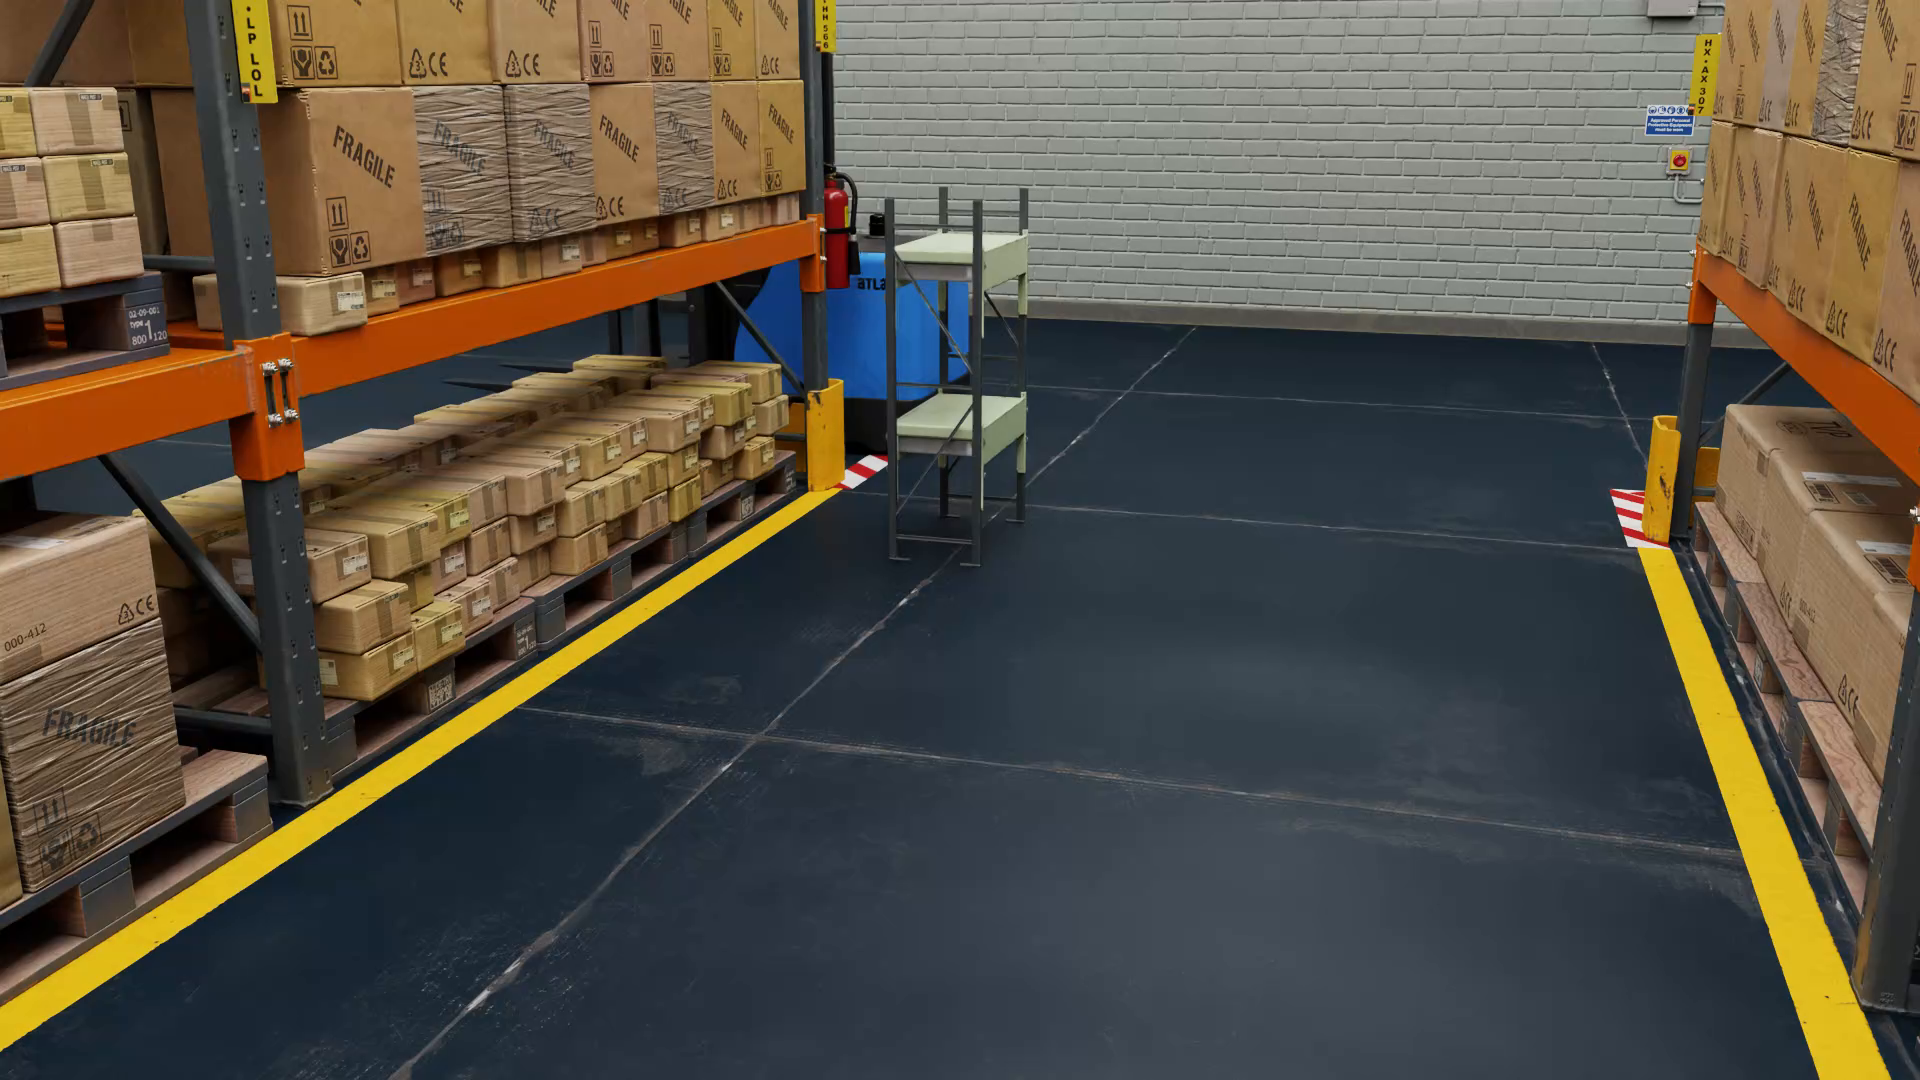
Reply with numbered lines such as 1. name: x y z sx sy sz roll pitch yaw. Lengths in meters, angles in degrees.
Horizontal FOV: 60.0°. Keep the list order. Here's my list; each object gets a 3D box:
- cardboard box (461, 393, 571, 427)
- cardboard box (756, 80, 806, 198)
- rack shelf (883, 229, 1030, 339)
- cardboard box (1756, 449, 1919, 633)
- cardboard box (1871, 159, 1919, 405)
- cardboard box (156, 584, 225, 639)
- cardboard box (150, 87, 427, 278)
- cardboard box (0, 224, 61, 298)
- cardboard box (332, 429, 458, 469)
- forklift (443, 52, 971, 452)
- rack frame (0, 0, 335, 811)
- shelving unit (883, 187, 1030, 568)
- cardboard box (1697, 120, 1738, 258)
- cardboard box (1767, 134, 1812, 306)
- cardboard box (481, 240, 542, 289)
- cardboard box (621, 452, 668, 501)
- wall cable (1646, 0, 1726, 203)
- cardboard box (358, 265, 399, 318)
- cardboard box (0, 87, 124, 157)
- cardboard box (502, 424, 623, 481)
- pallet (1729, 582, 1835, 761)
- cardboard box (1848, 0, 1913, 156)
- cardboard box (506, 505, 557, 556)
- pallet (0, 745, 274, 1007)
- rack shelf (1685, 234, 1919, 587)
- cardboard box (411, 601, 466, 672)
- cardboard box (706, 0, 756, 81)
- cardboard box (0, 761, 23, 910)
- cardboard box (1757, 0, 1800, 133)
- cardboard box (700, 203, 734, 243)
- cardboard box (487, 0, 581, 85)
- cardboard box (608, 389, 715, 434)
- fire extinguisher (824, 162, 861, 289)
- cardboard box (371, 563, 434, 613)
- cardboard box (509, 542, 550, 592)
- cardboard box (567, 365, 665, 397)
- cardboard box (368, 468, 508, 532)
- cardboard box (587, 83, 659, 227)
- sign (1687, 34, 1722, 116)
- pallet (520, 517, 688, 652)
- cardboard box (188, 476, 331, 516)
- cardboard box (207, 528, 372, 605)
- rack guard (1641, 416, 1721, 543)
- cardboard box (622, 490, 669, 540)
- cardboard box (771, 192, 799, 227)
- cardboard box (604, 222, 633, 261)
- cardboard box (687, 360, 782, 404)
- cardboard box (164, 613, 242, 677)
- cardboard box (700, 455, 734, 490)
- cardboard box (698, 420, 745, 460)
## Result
1. cardboard box: -1.865 -0.511 7.000 0.380 0.149 0.250 5 17 18
2. cardboard box: -1.035 -1.840 7.590 0.500 0.500 0.500 5 17 17
3. rack shelf: -0.002 -1.095 7.012 0.431 0.370 0.720 5 16 16
4. cardboard box: 3.277 0.022 5.679 0.875 0.438 0.875 5 17 17
5. cardboard box: 2.371 -0.571 3.664 0.500 0.500 0.500 5 17 16
6. cardboard box: -2.506 0.180 5.108 0.380 0.149 0.250 5 17 17
7. cardboard box: -1.908 -1.041 4.773 0.500 0.500 0.500 4 16 15
8. cardboard box: -2.286 -0.633 3.756 0.380 0.149 0.250 5 17 16
9. cardboard box: -2.139 -0.316 6.313 0.380 0.149 0.250 4 16 14
10. forklift: -1.509 -2.095 9.344 3.031 2.935 1.130 5 17 16
11. rack frame: -2.290 -0.740 4.440 1.000 3.000 0.127 5 16 16
12. shelving unit: -0.002 -0.720 7.119 0.431 1.500 0.755 5 16 16
13. cardboard box: 3.209 -1.373 6.491 0.500 0.500 0.500 4 16 15
14. cardboard box: 2.804 -0.975 5.086 0.500 0.500 0.500 5 17 18
15. cardboard box: -1.651 -0.946 5.628 0.380 0.149 0.250 5 17 17
16. cardboard box: -1.401 -0.261 6.663 0.380 0.149 0.250 5 17 19
17. wall cable: 5.201 -3.410 11.934 0.585 1.953 0.123 5 16 16
18. cardboard box: -1.894 -0.741 4.904 0.380 0.149 0.250 5 17 17
19. cardboard box: -2.217 -0.987 3.912 0.380 0.149 0.250 5 17 18
20. cardboard box: -1.525 -0.337 6.386 0.380 0.149 0.250 5 17 16
21. pallet: 3.120 0.446 5.369 1.003 0.211 1.213 5 16 16
22. cardboard box: 2.506 -1.188 4.006 0.500 0.500 0.500 4 16 15
23. cardboard box: -1.680 -0.063 5.966 0.380 0.149 0.250 5 17 18
24. pallet: -2.510 0.806 4.102 1.003 0.211 1.213 5 16 16
25. rack shelf: 3.053 -0.559 5.122 1.077 0.370 4.000 5 16 16
26. cardboard box: -1.803 0.290 5.265 0.380 0.149 0.250 5 17 18
27. cardboard box: -1.189 -2.187 6.981 0.500 0.500 0.500 4 16 14
28. cardboard box: -2.405 0.608 3.499 0.500 0.500 0.500 4 16 15
29. cardboard box: 2.933 -1.583 5.399 0.500 0.500 0.500 4 16 15
30. cardboard box: -1.189 -1.360 7.089 0.380 0.149 0.250 5 17 17
31. cardboard box: -1.623 -1.777 5.537 0.500 0.500 0.500 5 17 17
32. cardboard box: -1.274 -0.543 7.111 0.380 0.149 0.250 4 16 14
33. fire extinguisher: -0.640 -1.600 8.297 0.296 0.674 0.183 5 16 16
34. cardboard box: -1.895 0.144 5.236 0.380 0.149 0.250 5 17 16
35. cardboard box: -1.715 0.078 6.014 0.380 0.149 0.250 4 16 13
36. cardboard box: -1.591 -0.711 7.702 0.380 0.149 0.250 5 17 17
37. cardboard box: -1.782 -0.138 5.683 0.380 0.149 0.250 4 16 14
38. cardboard box: -1.472 -1.442 6.189 0.500 0.500 0.500 5 17 19
39. sign: 3.091 -1.928 6.897 0.100 0.325 0.005 5 16 16
40. pallet: -1.789 0.103 6.578 1.003 0.211 1.213 5 16 16
41. cardboard box: -2.340 -0.105 5.568 0.380 0.149 0.250 4 16 15
42. cardboard box: -1.994 0.070 4.951 0.380 0.149 0.250 5 17 18
43. rack guard: 3.628 -0.232 7.232 1.175 0.500 0.348 5 16 16
44. cardboard box: -1.404 -0.118 6.703 0.380 0.149 0.250 5 17 17
45. cardboard box: -0.975 -1.558 7.785 0.380 0.149 0.250 5 16 16
46. cardboard box: -1.485 -1.157 6.372 0.380 0.149 0.250 5 17 17
47. cardboard box: -1.061 -0.745 7.822 0.380 0.149 0.250 5 17 17
48. cardboard box: -2.506 0.301 5.226 0.380 0.149 0.250 5 17 17
49. cardboard box: -1.237 -0.325 7.433 0.380 0.149 0.250 5 16 16
50. cardboard box: -1.176 -0.463 7.376 0.380 0.149 0.250 4 16 14
